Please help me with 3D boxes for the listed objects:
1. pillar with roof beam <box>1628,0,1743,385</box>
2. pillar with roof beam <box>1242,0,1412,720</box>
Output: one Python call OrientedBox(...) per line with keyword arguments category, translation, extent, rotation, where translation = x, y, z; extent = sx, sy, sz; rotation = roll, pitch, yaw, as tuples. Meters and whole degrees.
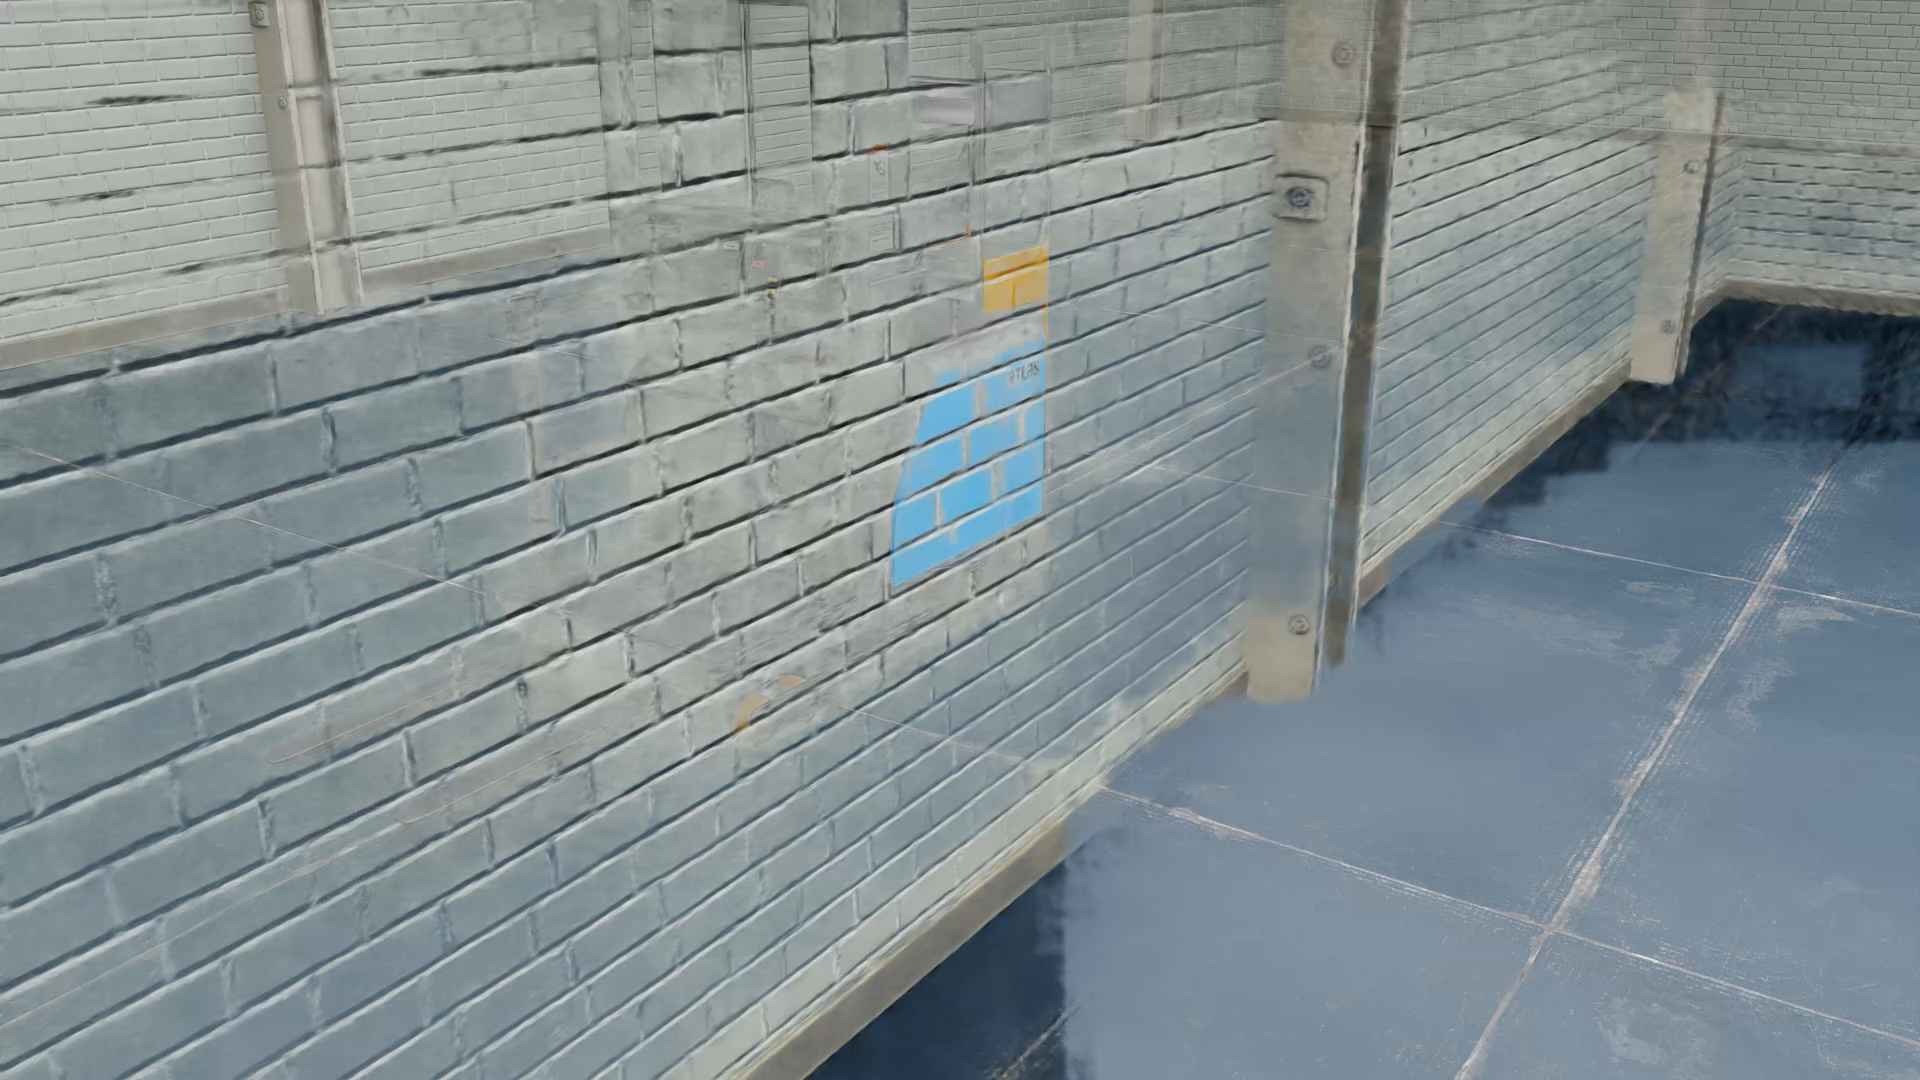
OrientedBox(category="pillar with roof beam", translation=(5.868, -8.461, 17.169), extent=(9.100, 9.000, 0.400), rotation=(13, 24, 32))
OrientedBox(category="pillar with roof beam", translation=(2.495, -6.740, 12.515), extent=(9.100, 9.000, 0.400), rotation=(13, 24, 32))
